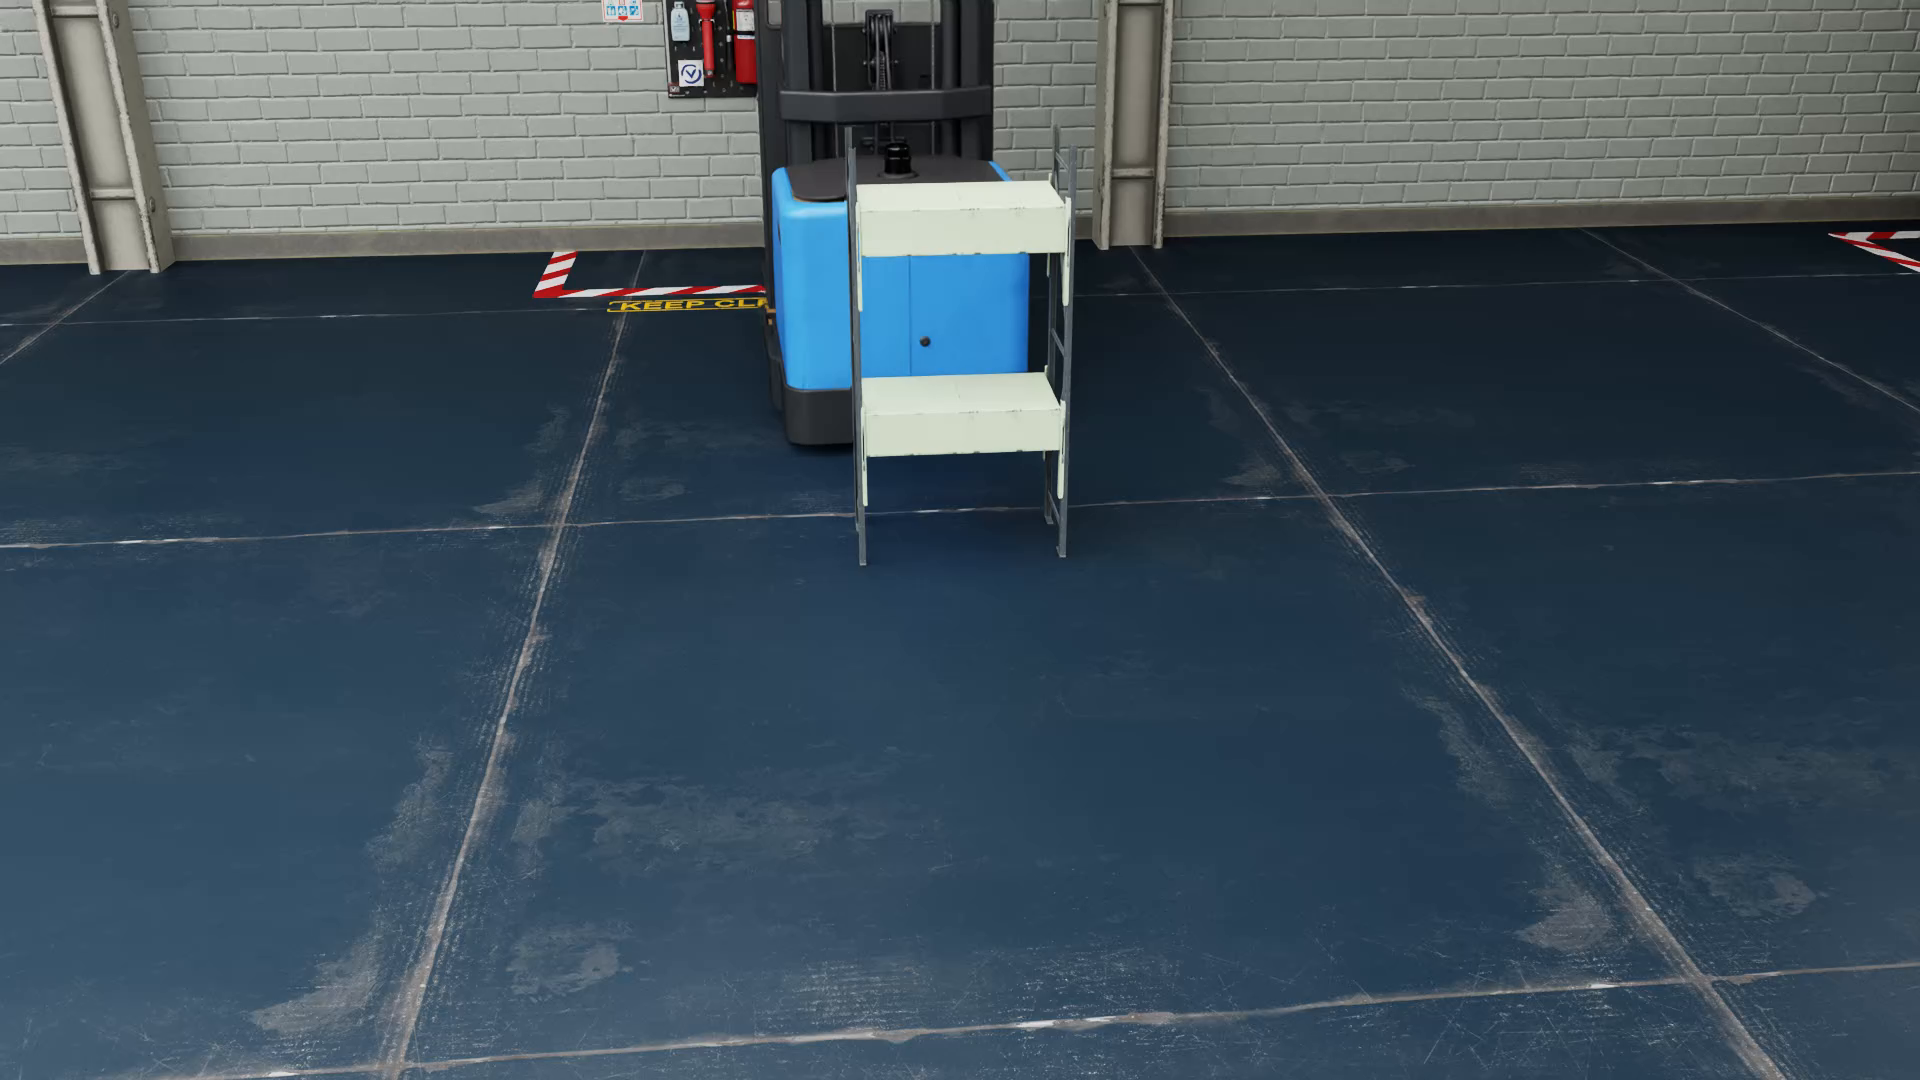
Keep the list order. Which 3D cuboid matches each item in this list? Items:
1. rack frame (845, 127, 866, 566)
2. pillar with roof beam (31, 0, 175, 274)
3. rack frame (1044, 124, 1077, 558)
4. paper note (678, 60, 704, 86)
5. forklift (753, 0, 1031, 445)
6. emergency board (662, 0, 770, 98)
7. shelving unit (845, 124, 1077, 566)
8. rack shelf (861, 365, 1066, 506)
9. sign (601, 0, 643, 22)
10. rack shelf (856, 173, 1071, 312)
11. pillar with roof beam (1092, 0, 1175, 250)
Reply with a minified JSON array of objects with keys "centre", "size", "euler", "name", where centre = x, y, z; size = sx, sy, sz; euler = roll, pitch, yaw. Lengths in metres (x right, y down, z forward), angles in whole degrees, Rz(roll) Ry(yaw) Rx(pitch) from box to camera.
[{"centre":[-0.371,-0.670,5.912],"size":[0.023,1.500,0.400],"euler":[-2,24,-5],"name":"rack frame"},{"centre":[-4.501,-4.001,4.173],"size":[0.400,9.000,9.100],"euler":[-2,24,-5],"name":"pillar with roof beam"},{"centre":[0.358,-0.700,5.978],"size":[0.023,1.500,0.400],"euler":[-2,24,-5],"name":"rack frame"},{"centre":[-1.599,-2.774,9.883],"size":[0.142,0.148,0.016],"euler":[-2,24,-5],"name":"paper note"},{"centre":[-0.425,-2.305,7.826],"size":[1.130,2.935,3.031],"euler":[-3,24,-8],"name":"forklift"},{"centre":[-1.416,-3.156,9.658],"size":[0.643,1.169,0.194],"euler":[-2,24,-5],"name":"emergency board"},{"centre":[-0.007,-0.685,5.945],"size":[0.755,1.500,0.431],"euler":[-2,24,-5],"name":"shelving unit"},{"centre":[-0.007,-0.387,6.077],"size":[0.720,0.370,0.431],"euler":[-2,24,-5],"name":"rack shelf"},{"centre":[-1.976,-3.192,9.695],"size":[0.234,0.329,0.001],"euler":[-2,24,-5],"name":"sign"},{"centre":[-0.007,-1.042,5.786],"size":[0.720,0.370,0.431],"euler":[-2,24,-5],"name":"rack shelf"},{"centre":[1.470,-4.241,4.712],"size":[0.400,9.000,9.100],"euler":[-2,24,-5],"name":"pillar with roof beam"}]
